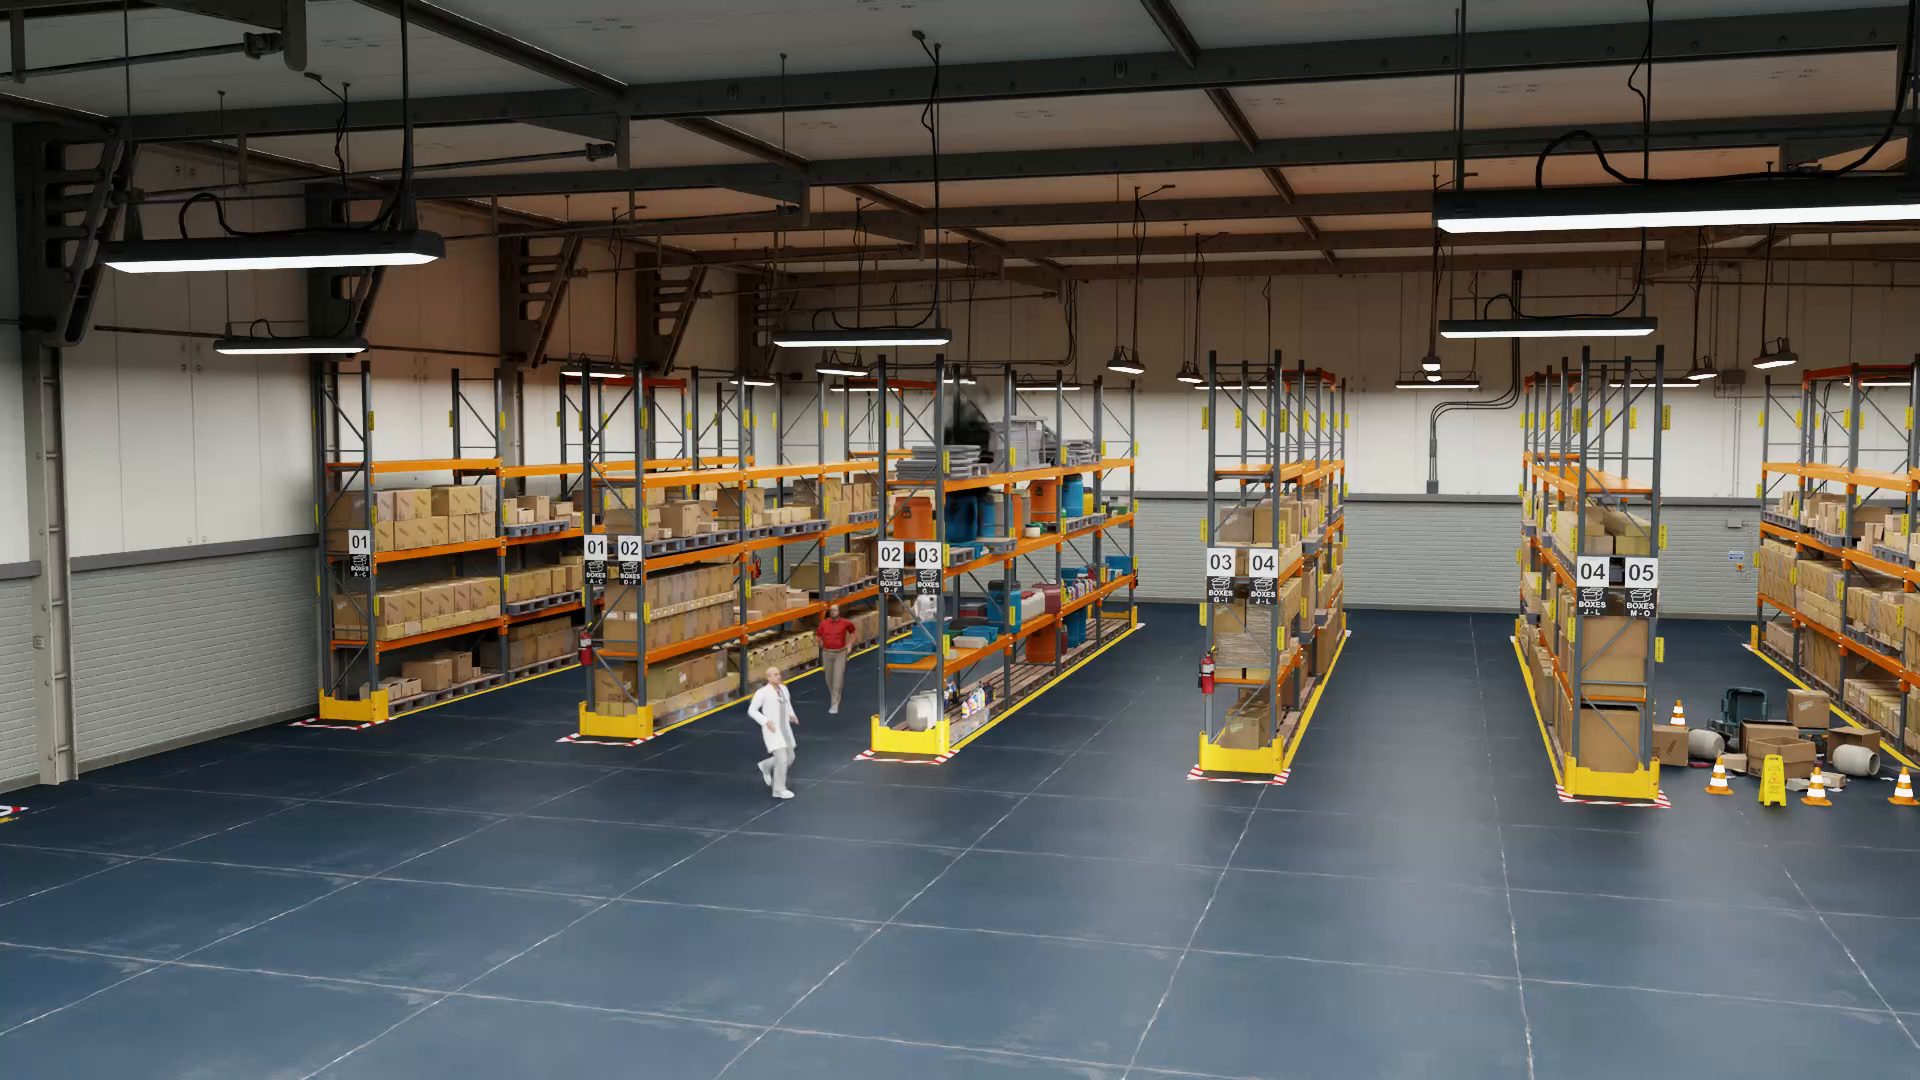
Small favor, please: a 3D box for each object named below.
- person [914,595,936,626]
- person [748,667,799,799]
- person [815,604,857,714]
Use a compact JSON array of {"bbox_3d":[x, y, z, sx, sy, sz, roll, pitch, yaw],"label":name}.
[{"bbox_3d":[-0.701,1.668,34.805,0.586,1.666,0.624,0,4,7],"label":"person"},{"bbox_3d":[-2.485,2.552,22.167,0.753,1.730,0.712,3,5,40],"label":"person"},{"bbox_3d":[-2.045,1.907,27.081,0.664,1.731,0.822,1,4,8],"label":"person"}]
